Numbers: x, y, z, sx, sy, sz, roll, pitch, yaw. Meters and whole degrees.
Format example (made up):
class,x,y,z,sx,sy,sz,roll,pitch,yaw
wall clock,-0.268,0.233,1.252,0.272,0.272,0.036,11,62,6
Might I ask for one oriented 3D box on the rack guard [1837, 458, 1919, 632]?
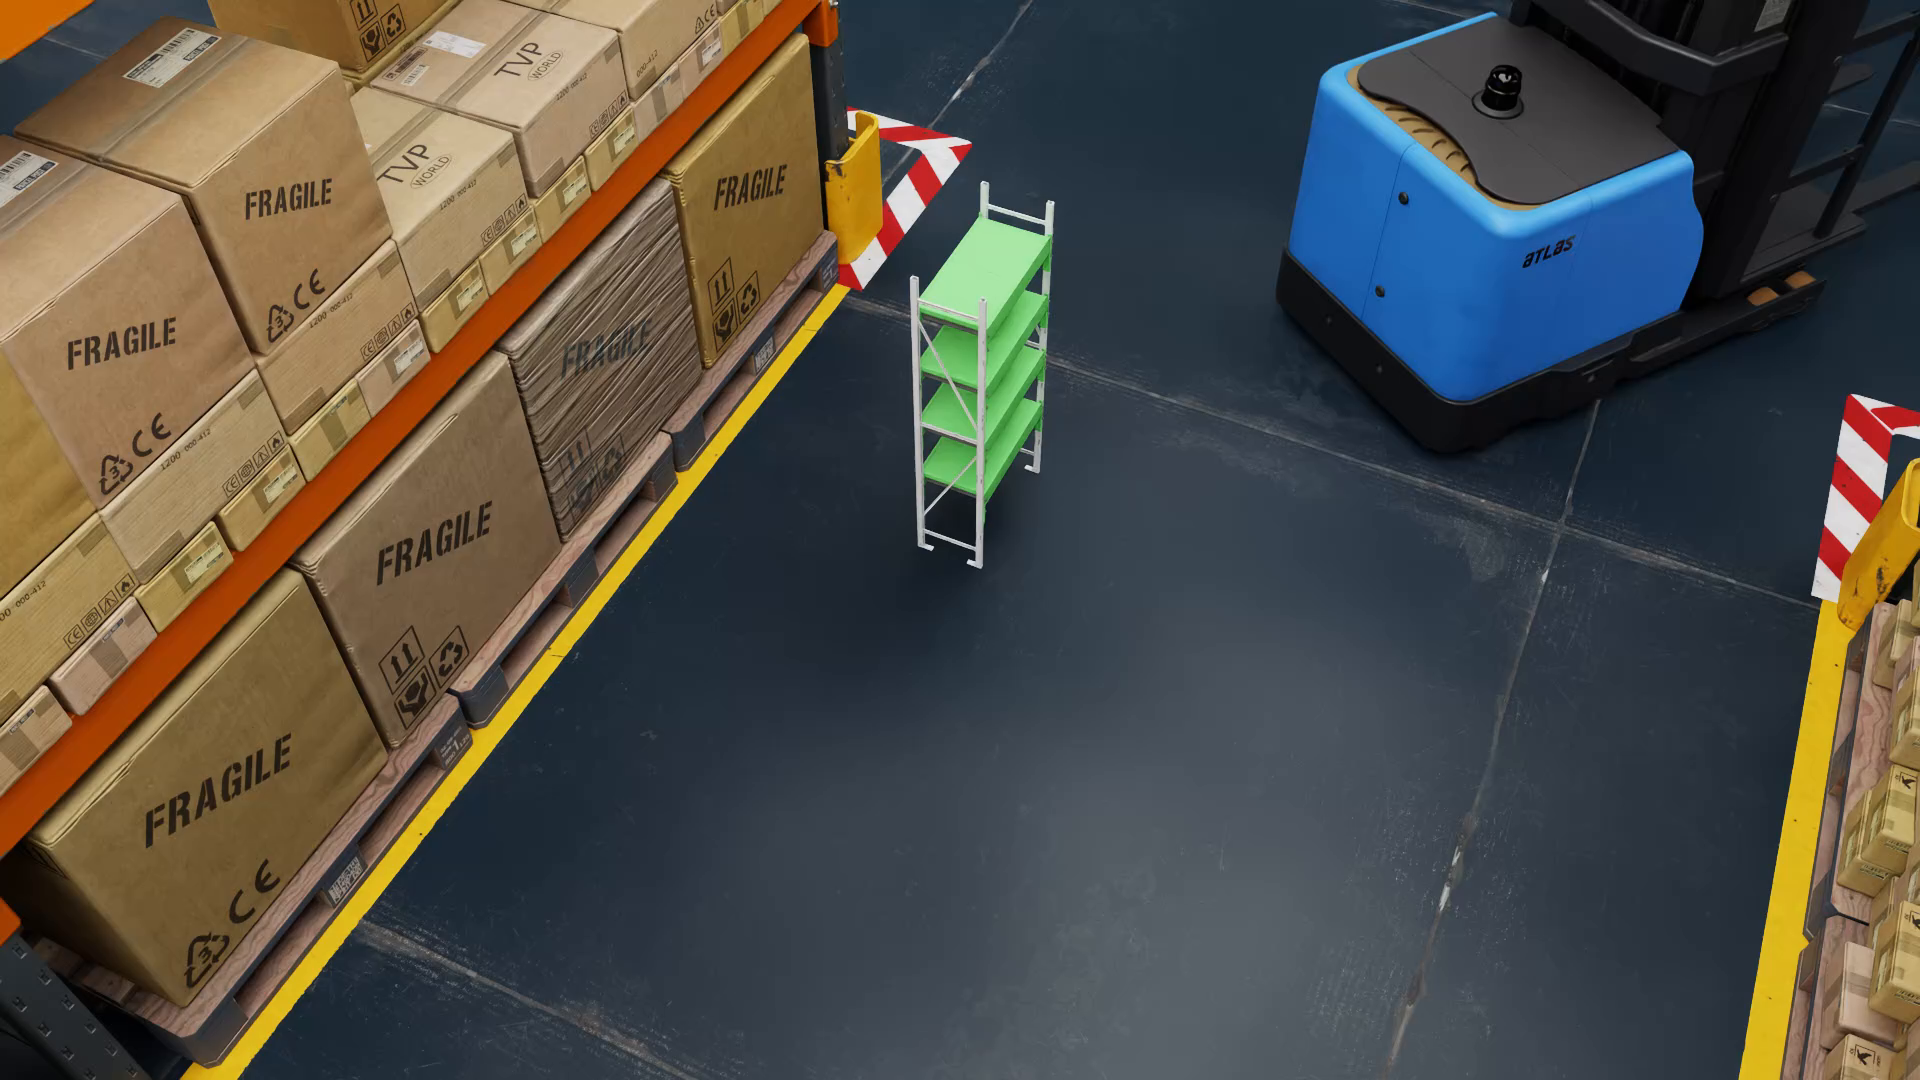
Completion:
class,x,y,z,sx,sy,sz,roll,pitch,yaw
rack guard,3.502,0.191,5.259,1.175,0.500,0.348,20,52,16

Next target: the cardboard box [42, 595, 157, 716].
class,x,y,z,sx,sy,sz,roll,pitch,yaw
cardboard box,-2.077,0.205,3.771,0.380,0.149,0.250,18,52,15

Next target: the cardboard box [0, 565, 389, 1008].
class,x,y,z,sx,sy,sz,roll,pitch,yaw
cardboard box,-2.262,0.524,4.454,0.875,0.875,0.875,20,52,16

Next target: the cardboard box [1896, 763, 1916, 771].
class,x,y,z,sx,sy,sz,roll,pitch,yaw
cardboard box,2.883,0.753,4.736,0.380,0.149,0.250,20,53,16

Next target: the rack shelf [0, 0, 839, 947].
class,x,y,z,sx,sy,sz,roll,pitch,yaw
rack shelf,-1.762,-0.744,4.886,1.077,0.370,4.000,20,52,16

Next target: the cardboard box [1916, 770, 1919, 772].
class,x,y,z,sx,sy,sz,roll,pitch,yaw
cardboard box,2.885,0.665,4.615,0.380,0.149,0.250,20,53,17

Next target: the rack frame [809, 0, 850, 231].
class,x,y,z,sx,sy,sz,roll,pitch,yaw
rack frame,-0.907,-2.355,5.784,1.000,3.000,0.127,20,52,16

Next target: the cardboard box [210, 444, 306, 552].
class,x,y,z,sx,sy,sz,roll,pitch,yaw
cardboard box,-1.854,-0.158,4.080,0.380,0.149,0.250,18,52,15

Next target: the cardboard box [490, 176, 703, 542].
class,x,y,z,sx,sy,sz,roll,pitch,yaw
cardboard box,-1.497,-0.709,5.503,0.875,0.875,0.875,20,52,16

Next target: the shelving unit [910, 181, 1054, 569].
class,x,y,z,sx,sy,sz,roll,pitch,yaw
shelving unit,0.071,-0.503,5.390,0.258,1.200,0.503,20,52,16

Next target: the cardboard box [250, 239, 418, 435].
class,x,y,z,sx,sy,sz,roll,pitch,yaw
cardboard box,-1.746,-0.586,4.182,0.500,0.250,0.500,21,53,17

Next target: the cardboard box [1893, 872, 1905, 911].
class,x,y,z,sx,sy,sz,roll,pitch,yaw
cardboard box,2.650,1.020,4.313,0.380,0.149,0.250,18,52,14

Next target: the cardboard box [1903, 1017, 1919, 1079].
class,x,y,z,sx,sy,sz,roll,pitch,yaw
cardboard box,2.438,1.291,3.887,0.380,0.149,0.250,20,52,16

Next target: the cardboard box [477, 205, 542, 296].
class,x,y,z,sx,sy,sz,roll,pitch,yaw
cardboard box,-1.415,-0.868,4.684,0.380,0.149,0.250,21,53,17

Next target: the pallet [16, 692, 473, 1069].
class,x,y,z,sx,sy,sz,roll,pitch,yaw
pallet,-2.221,0.805,4.926,1.003,0.211,1.213,20,52,16

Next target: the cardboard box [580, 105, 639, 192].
class,x,y,z,sx,sy,sz,roll,pitch,yaw
cardboard box,-1.197,-1.217,4.981,0.380,0.149,0.250,19,52,15

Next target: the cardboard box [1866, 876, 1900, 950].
class,x,y,z,sx,sy,sz,roll,pitch,yaw
cardboard box,2.652,1.100,4.440,0.380,0.149,0.250,20,52,16

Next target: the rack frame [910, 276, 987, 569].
class,x,y,z,sx,sy,sz,roll,pitch,yaw
rack frame,-0.034,-0.335,5.247,0.240,1.200,0.015,20,52,16

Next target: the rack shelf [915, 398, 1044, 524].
class,x,y,z,sx,sy,sz,roll,pitch,yaw
rack shelf,0.071,-0.306,5.621,0.258,0.148,0.480,20,52,16

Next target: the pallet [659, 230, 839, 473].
class,x,y,z,sx,sy,sz,roll,pitch,yaw
pallet,-1.178,-0.875,6.356,1.003,0.211,1.213,20,52,16

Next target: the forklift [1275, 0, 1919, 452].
class,x,y,z,sx,sy,sz,roll,pitch,yaw
forklift,2.766,-2.093,5.606,3.031,2.935,1.130,-23,53,-18

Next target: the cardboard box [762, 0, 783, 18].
class,x,y,z,sx,sy,sz,roll,pitch,yaw
cardboard box,-0.762,-1.921,5.580,0.380,0.149,0.250,21,53,17

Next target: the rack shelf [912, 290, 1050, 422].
class,x,y,z,sx,sy,sz,roll,pitch,yaw
rack shelf,0.071,-0.617,5.256,0.258,0.148,0.480,20,52,16

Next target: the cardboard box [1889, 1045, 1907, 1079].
class,x,y,z,sx,sy,sz,roll,pitch,yaw
cardboard box,2.447,1.403,3.987,0.380,0.149,0.250,22,53,18

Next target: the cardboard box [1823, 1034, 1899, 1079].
class,x,y,z,sx,sy,sz,roll,pitch,yaw
cardboard box,2.372,1.443,4.149,0.380,0.149,0.250,20,52,16

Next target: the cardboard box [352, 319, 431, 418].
class,x,y,z,sx,sy,sz,roll,pitch,yaw
cardboard box,-1.636,-0.507,4.377,0.380,0.149,0.250,20,53,16

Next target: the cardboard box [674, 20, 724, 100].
class,x,y,z,sx,sy,sz,roll,pitch,yaw
cardboard box,-0.980,-1.568,5.280,0.380,0.149,0.250,20,52,16

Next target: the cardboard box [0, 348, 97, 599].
class,x,y,z,sx,sy,sz,roll,pitch,yaw
cardboard box,-2.180,-0.138,3.308,0.500,0.500,0.500,20,52,16

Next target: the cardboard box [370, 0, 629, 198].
class,x,y,z,sx,sy,sz,roll,pitch,yaw
cardboard box,-1.309,-1.283,4.775,0.500,0.250,0.500,18,52,15

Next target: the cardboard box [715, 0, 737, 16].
class,x,y,z,sx,sy,sz,roll,pitch,yaw
cardboard box,-0.874,-1.982,5.370,0.500,0.250,0.500,19,52,16

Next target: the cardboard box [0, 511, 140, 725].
class,x,y,z,sx,sy,sz,roll,pitch,yaw
cardboard box,-2.179,0.114,3.587,0.500,0.250,0.500,19,52,15

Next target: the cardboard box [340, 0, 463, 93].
class,x,y,z,sx,sy,sz,roll,pitch,yaw
cardboard box,-1.791,-1.455,4.921,0.500,0.250,0.500,18,52,15

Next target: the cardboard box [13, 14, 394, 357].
class,x,y,z,sx,sy,sz,roll,pitch,yaw
cardboard box,-1.745,-0.834,3.901,0.500,0.500,0.500,18,52,15

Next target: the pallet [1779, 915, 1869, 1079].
class,x,y,z,sx,sy,sz,roll,pitch,yaw
pallet,2.600,1.670,4.191,1.003,0.211,1.213,20,52,16

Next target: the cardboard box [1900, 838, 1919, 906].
class,x,y,z,sx,sy,sz,roll,pitch,yaw
cardboard box,2.612,0.920,4.203,0.380,0.149,0.250,22,53,17

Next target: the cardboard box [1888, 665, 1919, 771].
class,x,y,z,sx,sy,sz,roll,pitch,yaw
cardboard box,2.770,0.535,4.531,0.380,0.149,0.250,20,52,16
